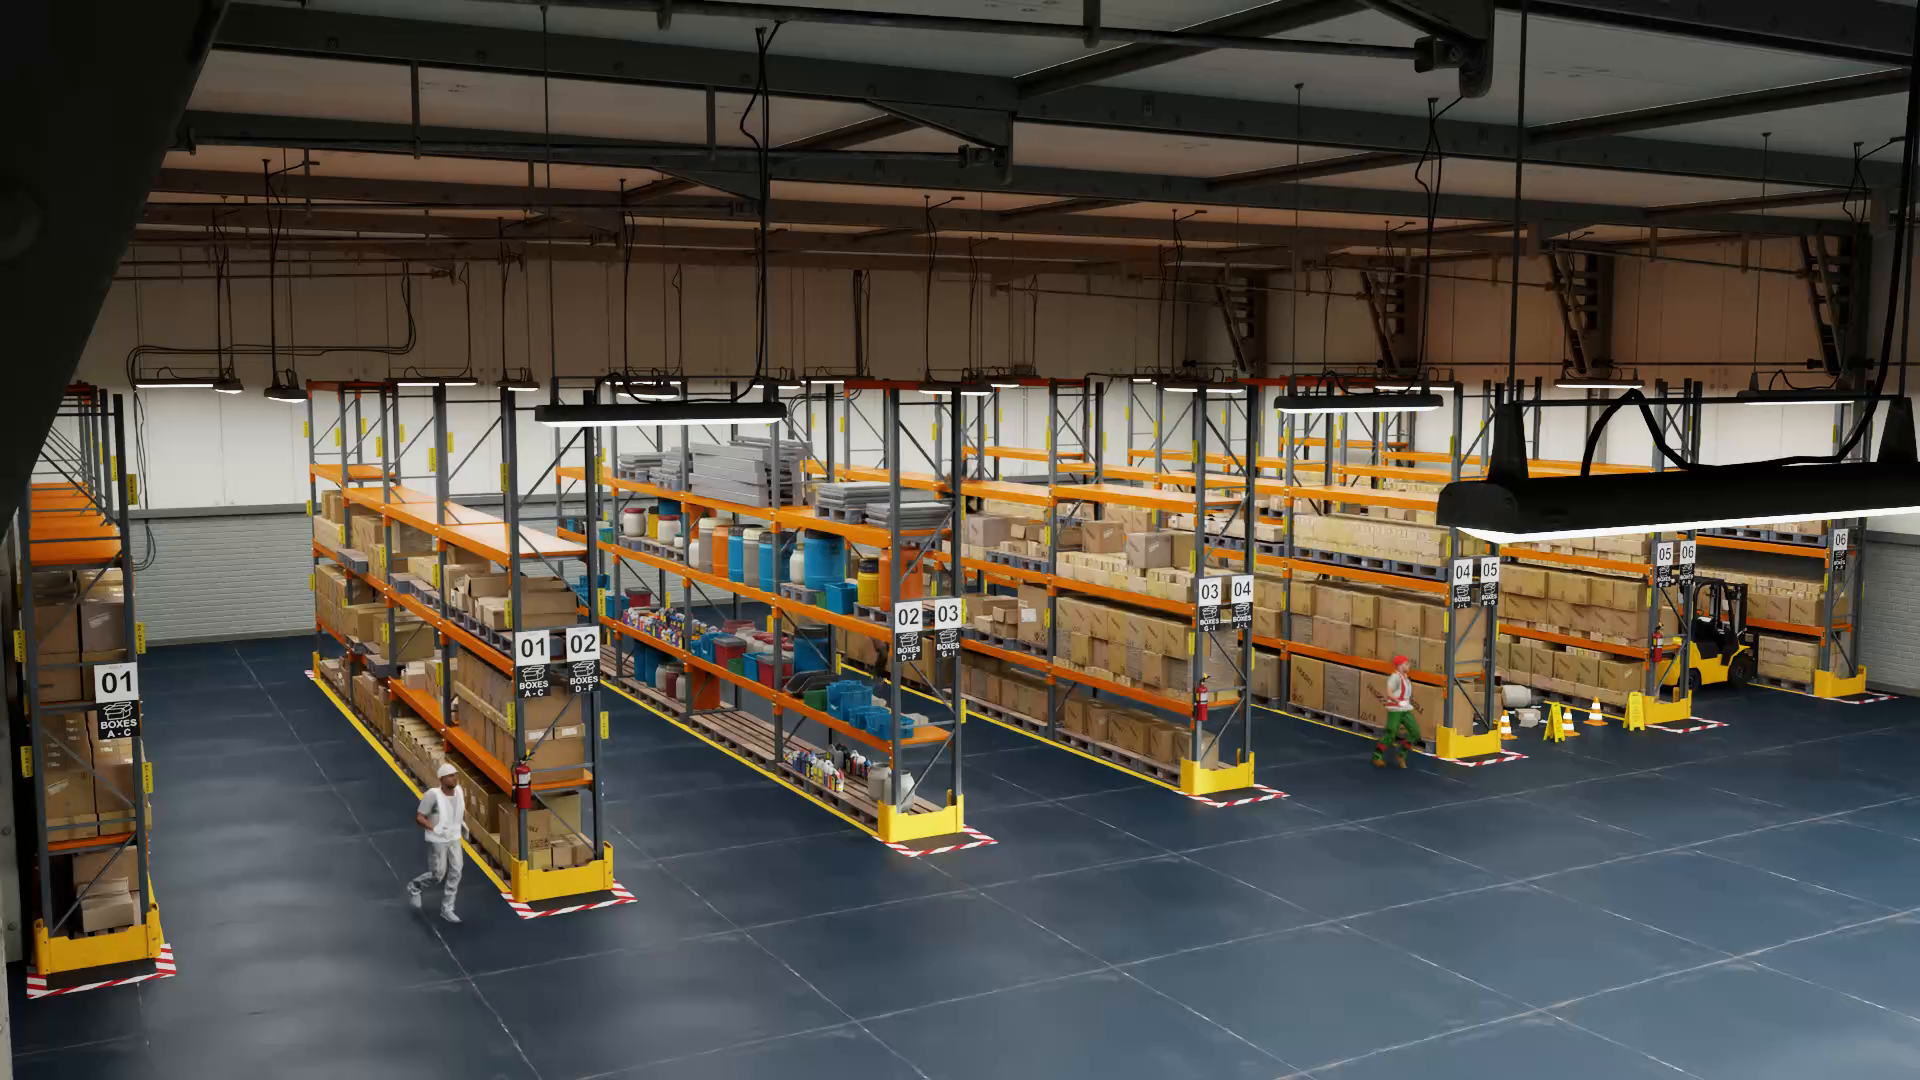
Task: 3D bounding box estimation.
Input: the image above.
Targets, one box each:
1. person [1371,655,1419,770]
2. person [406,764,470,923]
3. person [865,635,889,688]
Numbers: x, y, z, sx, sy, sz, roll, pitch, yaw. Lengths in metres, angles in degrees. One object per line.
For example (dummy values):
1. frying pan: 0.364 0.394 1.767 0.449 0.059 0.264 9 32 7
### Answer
1. person: 6.893 2.693 26.100 0.666 1.785 0.719 5 8 41
2. person: -5.941 3.442 19.122 0.783 1.772 0.721 4 7 32
3. person: -1.445 1.870 31.148 0.678 1.803 0.802 -4 7 -35
